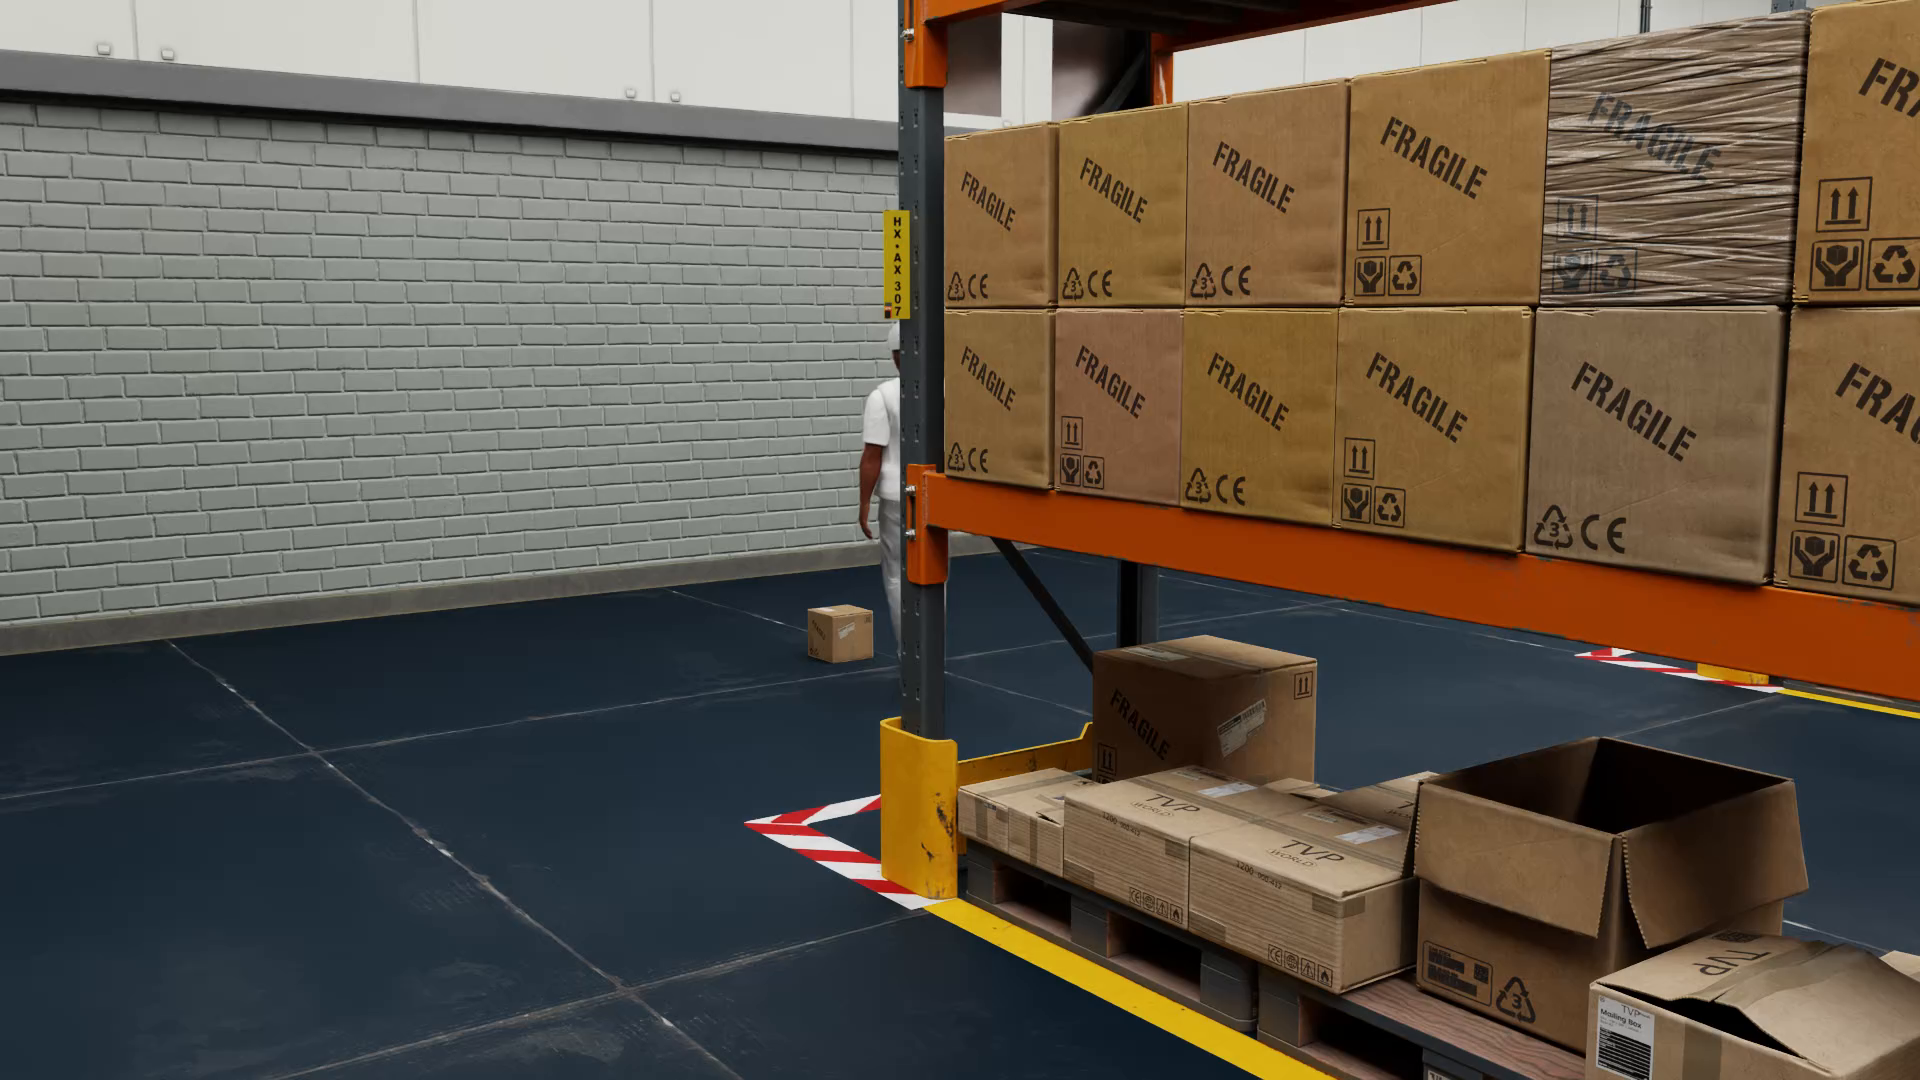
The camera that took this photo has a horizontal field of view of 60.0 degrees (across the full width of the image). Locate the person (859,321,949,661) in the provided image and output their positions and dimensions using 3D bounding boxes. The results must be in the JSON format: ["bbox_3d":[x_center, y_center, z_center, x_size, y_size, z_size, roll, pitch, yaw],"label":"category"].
[{"bbox_3d":[-0.222,-0.210,8.246,0.606,1.762,0.693,-3,8,-20],"label":"person"}]
